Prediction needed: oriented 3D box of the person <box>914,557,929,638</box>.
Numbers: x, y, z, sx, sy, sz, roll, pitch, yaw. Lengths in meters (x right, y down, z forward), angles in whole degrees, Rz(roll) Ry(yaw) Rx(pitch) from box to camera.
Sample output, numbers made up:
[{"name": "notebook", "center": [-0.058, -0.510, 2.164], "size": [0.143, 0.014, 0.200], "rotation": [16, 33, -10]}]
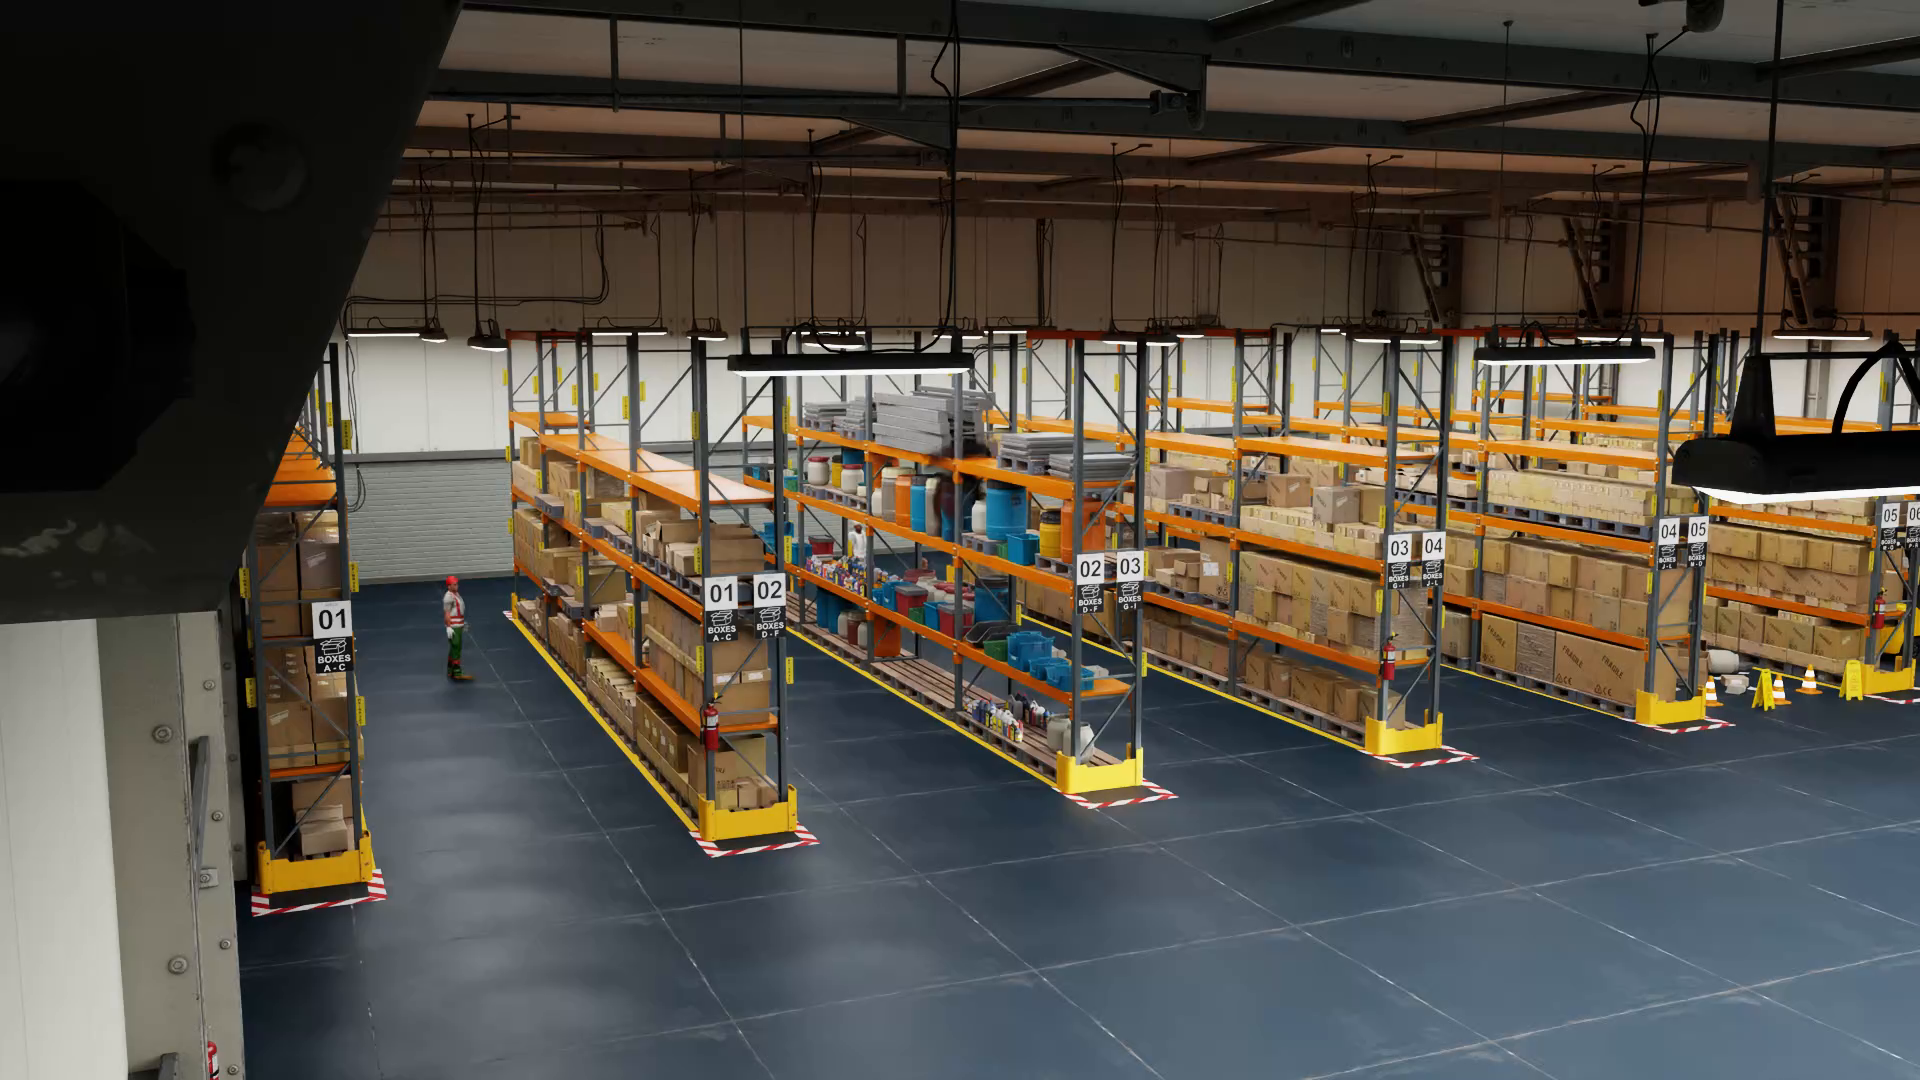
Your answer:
[{"name": "person", "center": [-0.728, 1.116, 32.584], "size": [0.387, 1.602, 0.473], "rotation": [1, 8, 10]}]

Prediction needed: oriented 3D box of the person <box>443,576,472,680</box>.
[{"name": "person", "center": [-8.750, 1.510, 28.964], "size": [0.441, 1.801, 0.611], "rotation": [-2, 8, -13]}]

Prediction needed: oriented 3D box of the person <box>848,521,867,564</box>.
[{"name": "person", "center": [-2.251, 0.411, 37.035], "size": [0.363, 1.794, 0.620], "rotation": [4, 9, 27]}]
